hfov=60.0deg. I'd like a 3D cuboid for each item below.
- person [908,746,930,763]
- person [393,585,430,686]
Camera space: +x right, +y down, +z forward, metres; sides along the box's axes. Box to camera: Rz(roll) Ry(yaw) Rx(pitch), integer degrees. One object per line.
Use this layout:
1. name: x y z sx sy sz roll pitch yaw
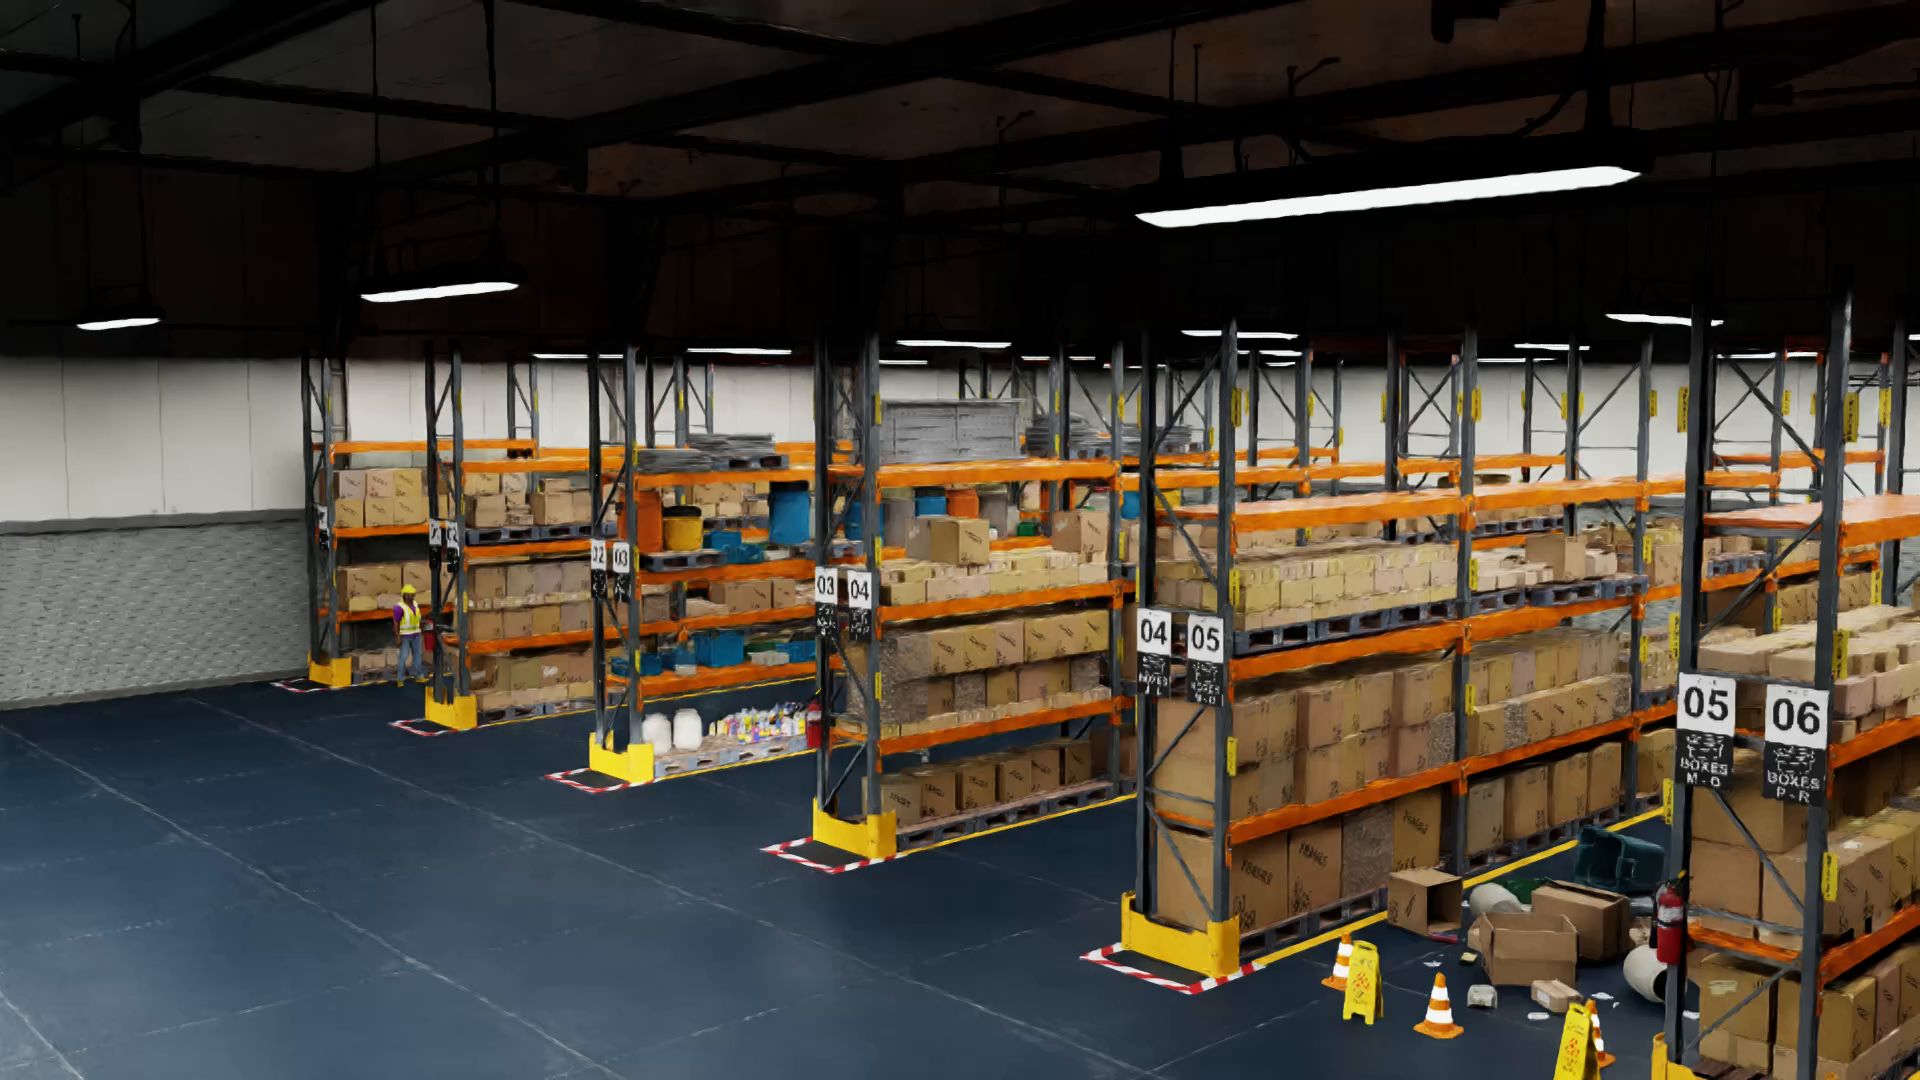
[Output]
1. person: -0.574 2.242 23.477 0.682 1.713 0.844 3 6 30
2. person: -9.701 1.677 29.406 0.465 1.771 0.645 3 6 29
